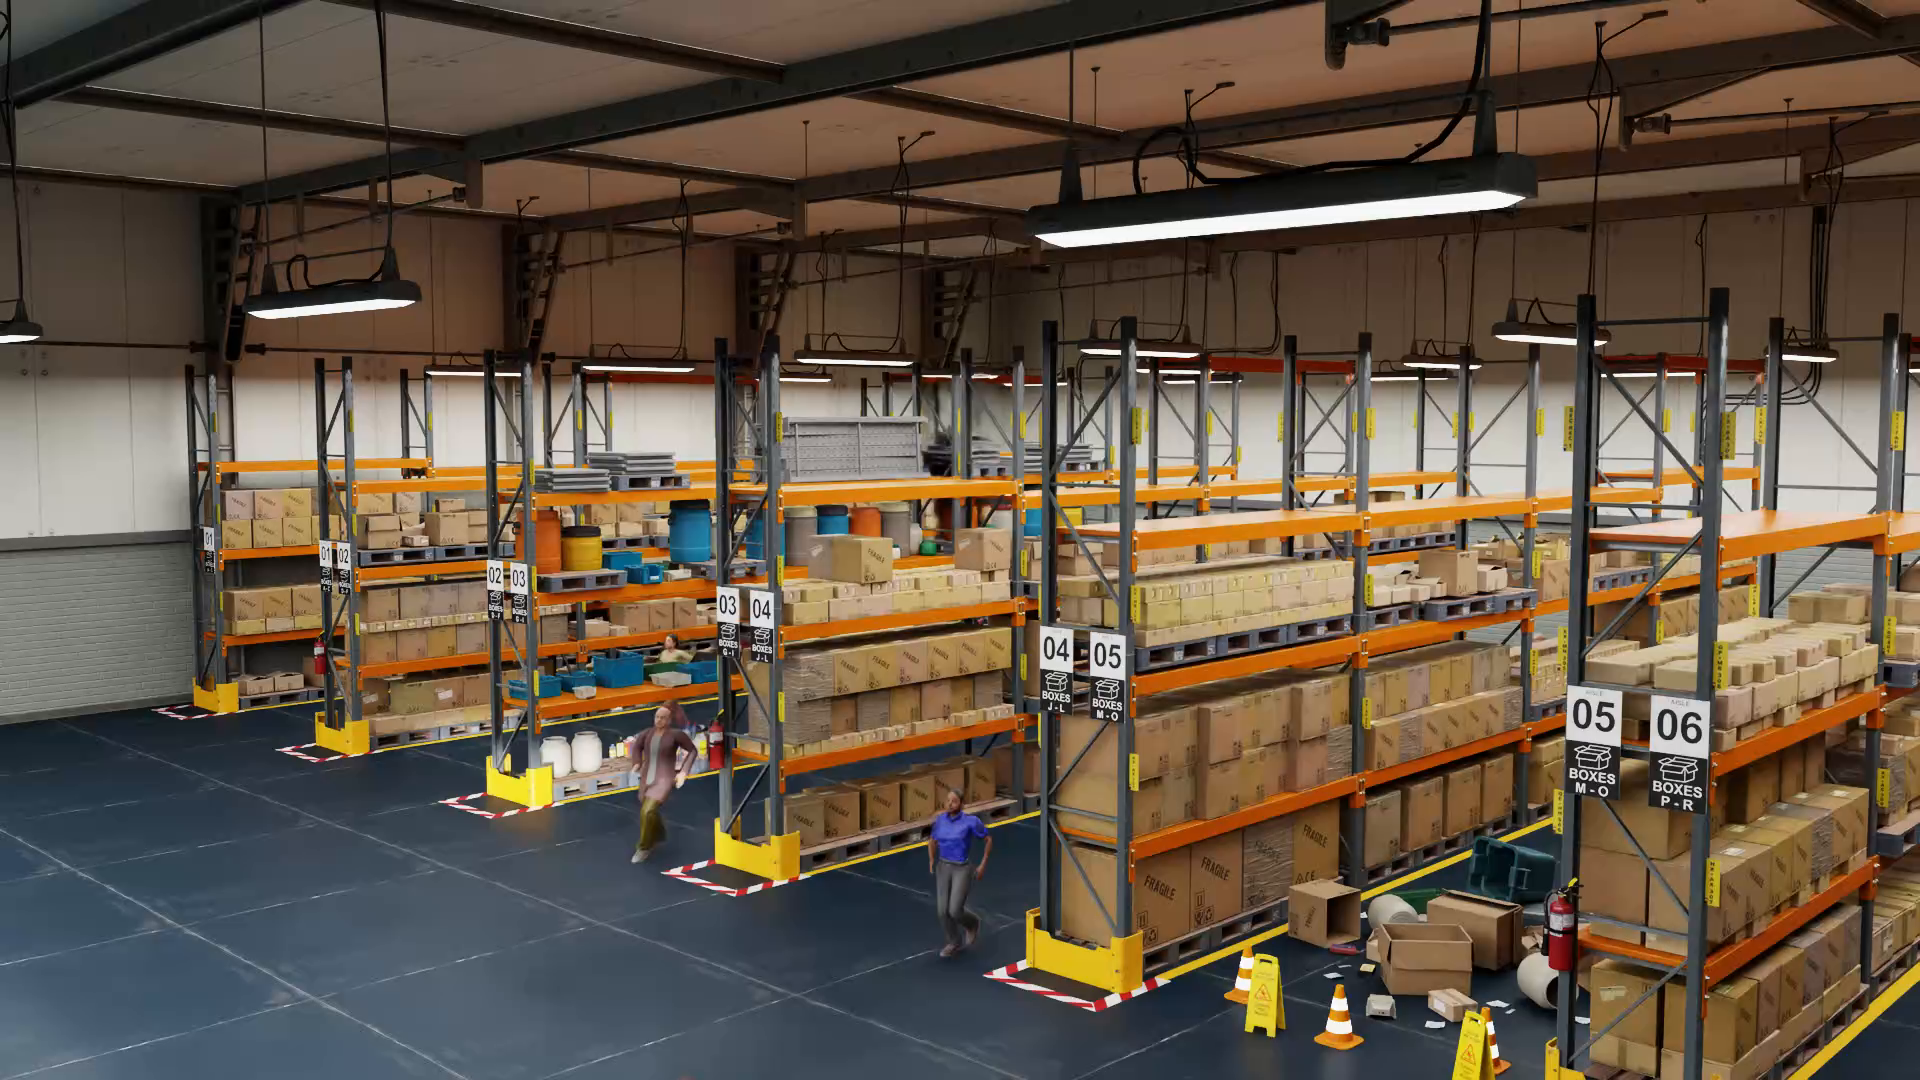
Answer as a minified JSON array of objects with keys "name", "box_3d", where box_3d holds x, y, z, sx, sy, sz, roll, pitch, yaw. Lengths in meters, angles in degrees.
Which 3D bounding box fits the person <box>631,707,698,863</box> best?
[{"name":"person","box_3d":[-3.472,2.825,19.299,0.767,1.804,0.755,2,5,28]}]

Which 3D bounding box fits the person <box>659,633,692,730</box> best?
[{"name":"person","box_3d":[-4.523,2.315,26.141,0.575,1.689,0.807,3,6,38]}]

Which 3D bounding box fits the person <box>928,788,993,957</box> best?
[{"name":"person","box_3d":[-0.038,3.157,15.766,0.619,1.619,0.543,2,5,27]}]

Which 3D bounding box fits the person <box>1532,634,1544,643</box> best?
[{"name":"person","box_3d":[9.030,2.325,25.863,0.664,1.760,0.940,4,6,45]}]
